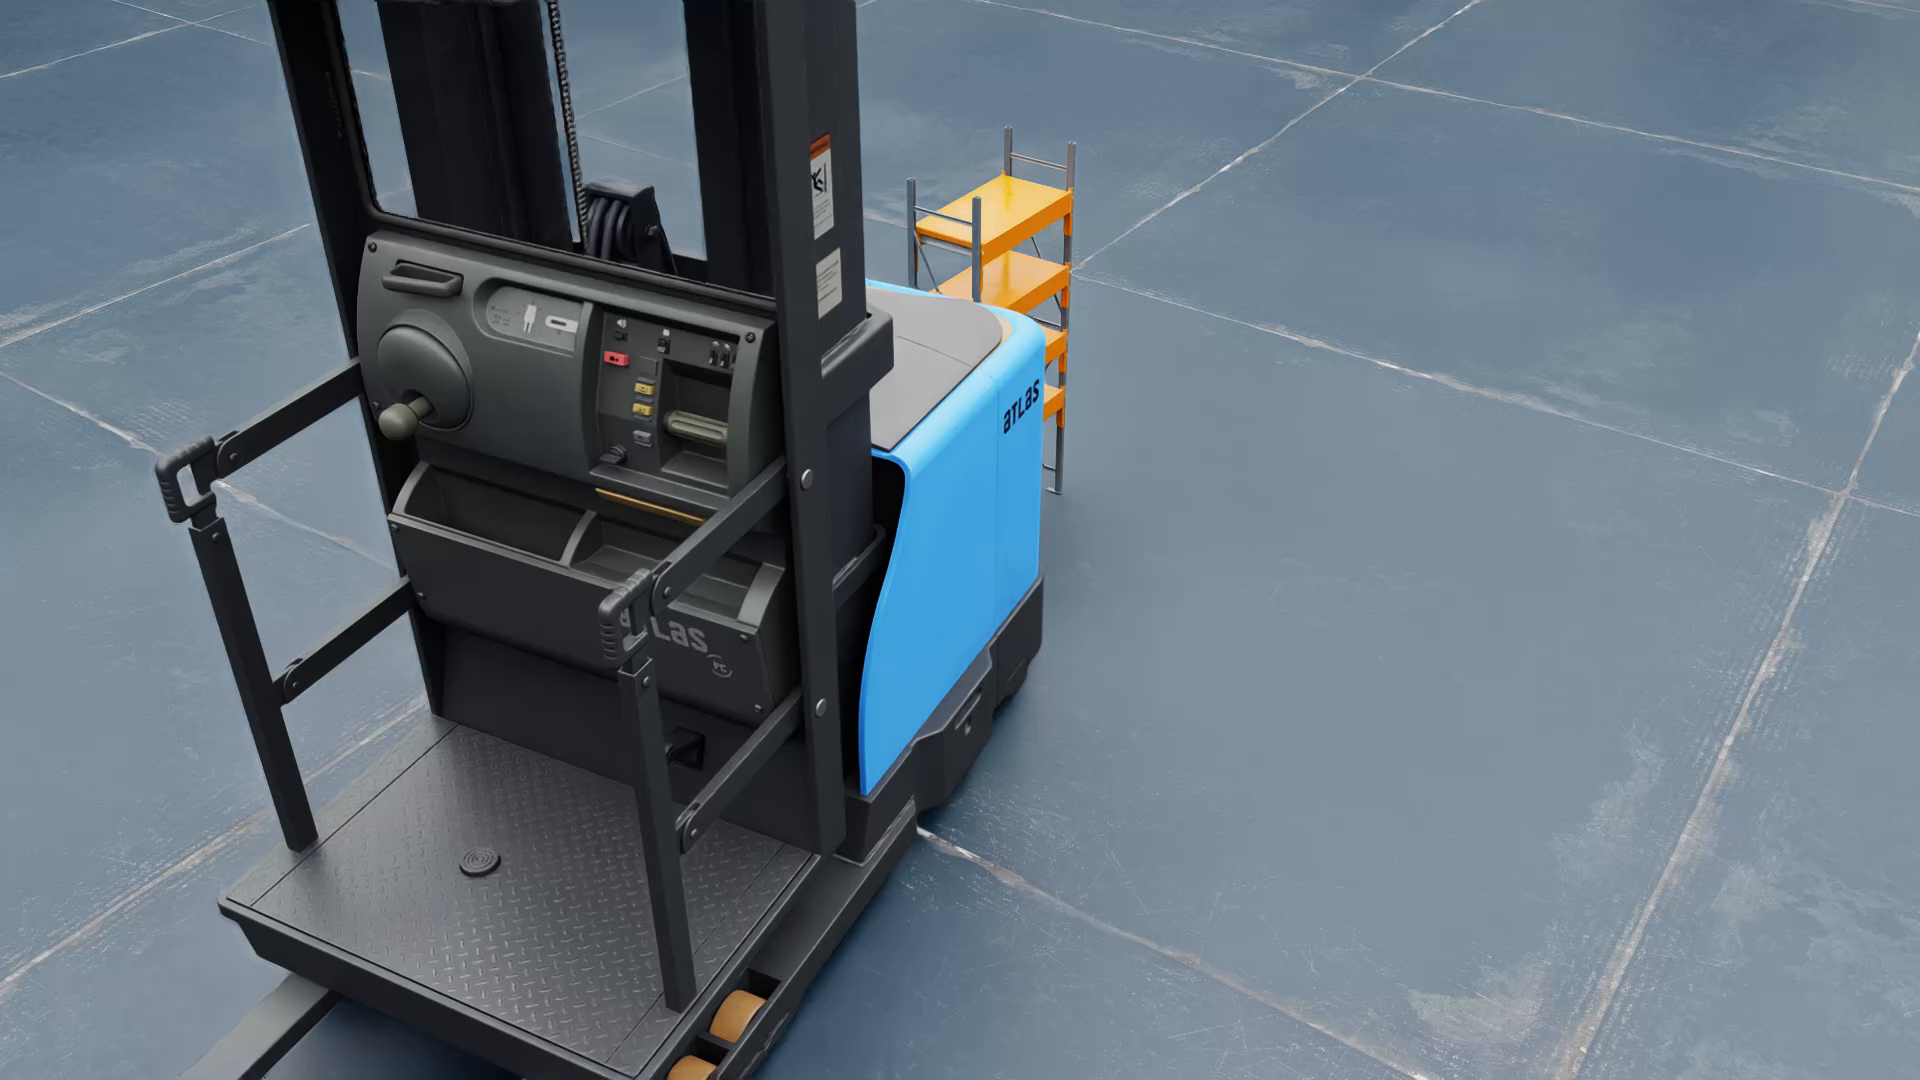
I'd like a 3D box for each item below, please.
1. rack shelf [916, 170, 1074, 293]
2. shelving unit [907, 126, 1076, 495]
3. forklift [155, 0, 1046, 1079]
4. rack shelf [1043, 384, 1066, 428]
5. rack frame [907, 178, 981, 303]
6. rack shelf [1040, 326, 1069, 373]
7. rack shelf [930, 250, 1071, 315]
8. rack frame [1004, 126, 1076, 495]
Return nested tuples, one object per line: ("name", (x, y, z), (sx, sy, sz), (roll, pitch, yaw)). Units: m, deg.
("rack shelf", (0.094, -0.899, 4.806), (0.258, 0.148, 0.480), (21, 39, 28))
("shelving unit", (0.094, -0.573, 5.027), (0.258, 1.200, 0.503), (21, 39, 28))
("forklift", (-0.874, -0.265, 3.026), (1.130, 2.935, 3.031), (15, 37, 21))
("rack shelf", (0.094, -0.353, 5.175), (0.258, 0.148, 0.480), (21, 39, 28))
("rack frame", (-0.045, -0.461, 4.860), (0.240, 1.200, 0.015), (21, 39, 28))
("rack shelf", (0.094, -0.517, 5.064), (0.258, 0.148, 0.480), (21, 39, 28))
("rack shelf", (0.094, -0.703, 4.939), (0.258, 0.148, 0.480), (21, 39, 28))
("rack frame", (0.234, -0.685, 5.193), (0.240, 1.200, 0.015), (21, 39, 28))
